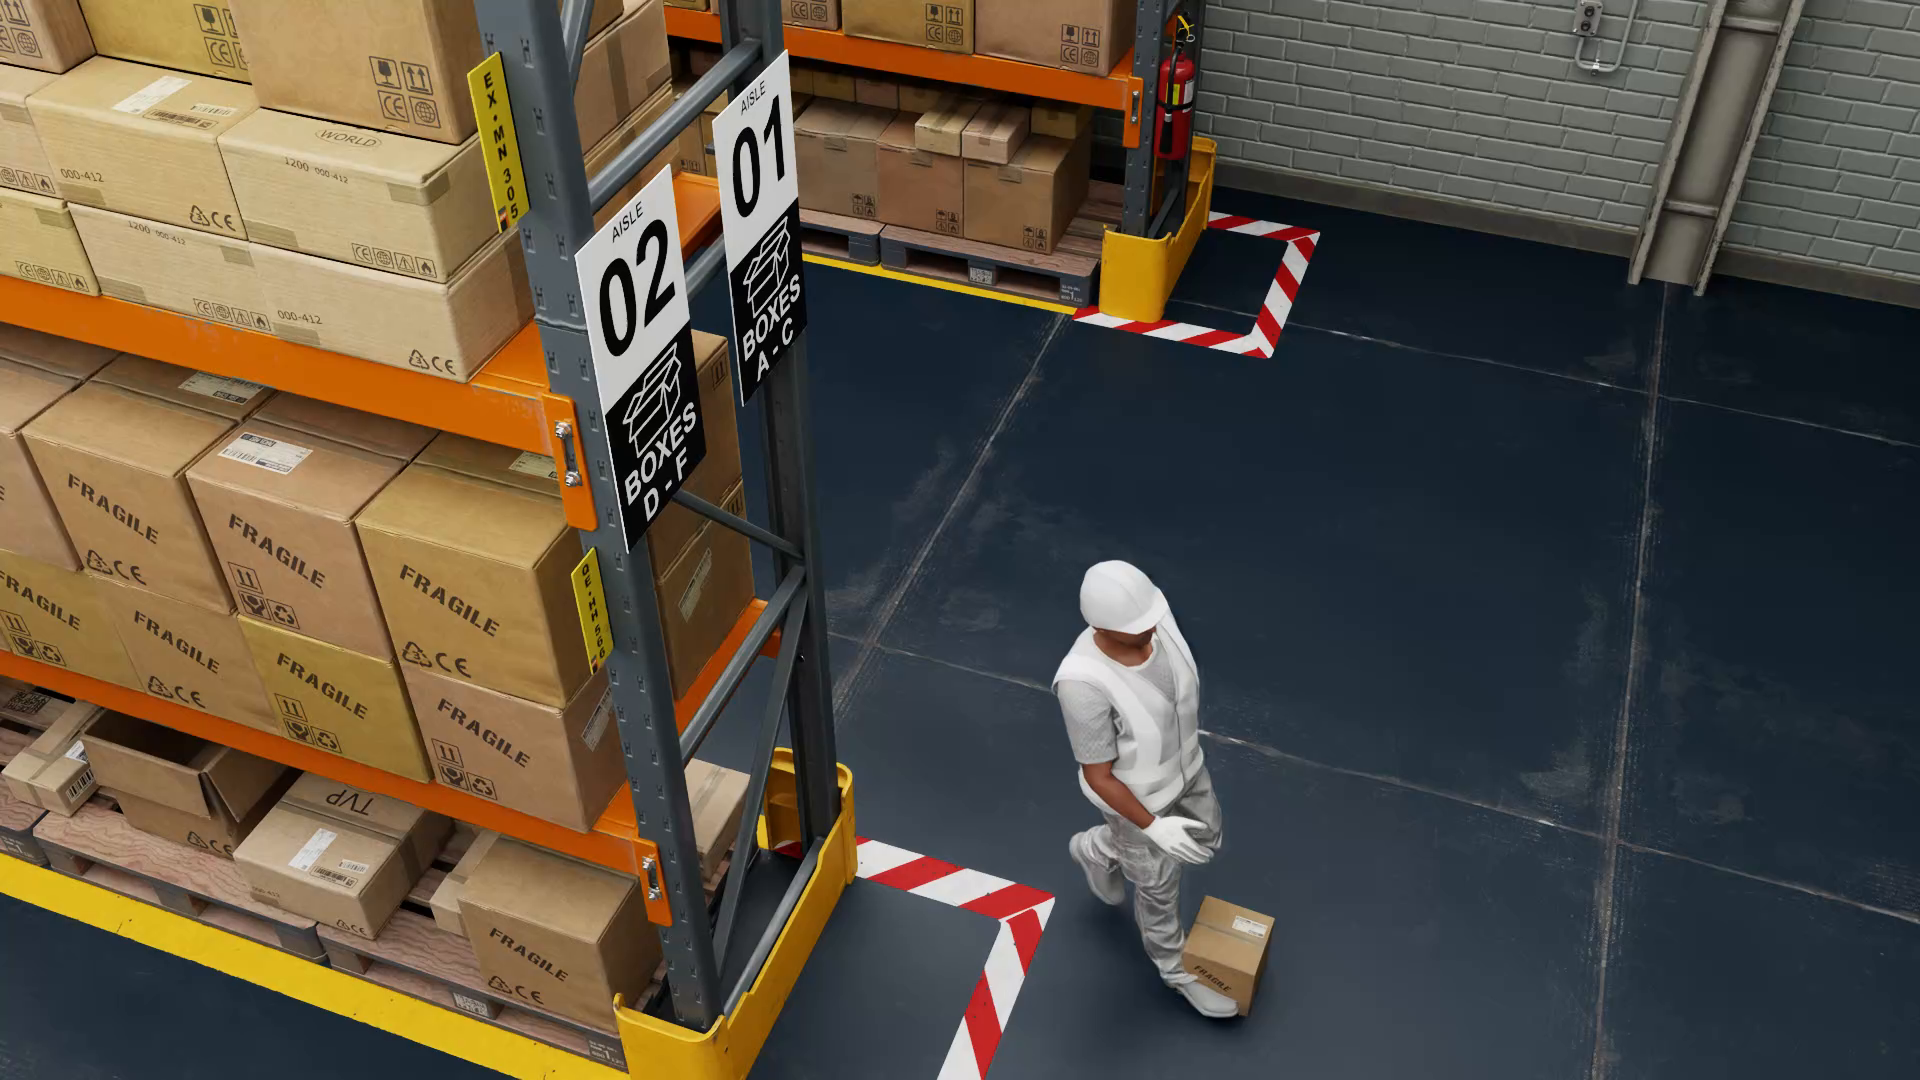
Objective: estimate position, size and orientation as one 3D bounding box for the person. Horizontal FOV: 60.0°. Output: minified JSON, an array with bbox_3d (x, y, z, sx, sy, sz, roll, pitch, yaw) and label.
[{"bbox_3d":[0.659,0.784,5.256,0.771,1.742,0.620,26,48,27],"label":"person"}]
